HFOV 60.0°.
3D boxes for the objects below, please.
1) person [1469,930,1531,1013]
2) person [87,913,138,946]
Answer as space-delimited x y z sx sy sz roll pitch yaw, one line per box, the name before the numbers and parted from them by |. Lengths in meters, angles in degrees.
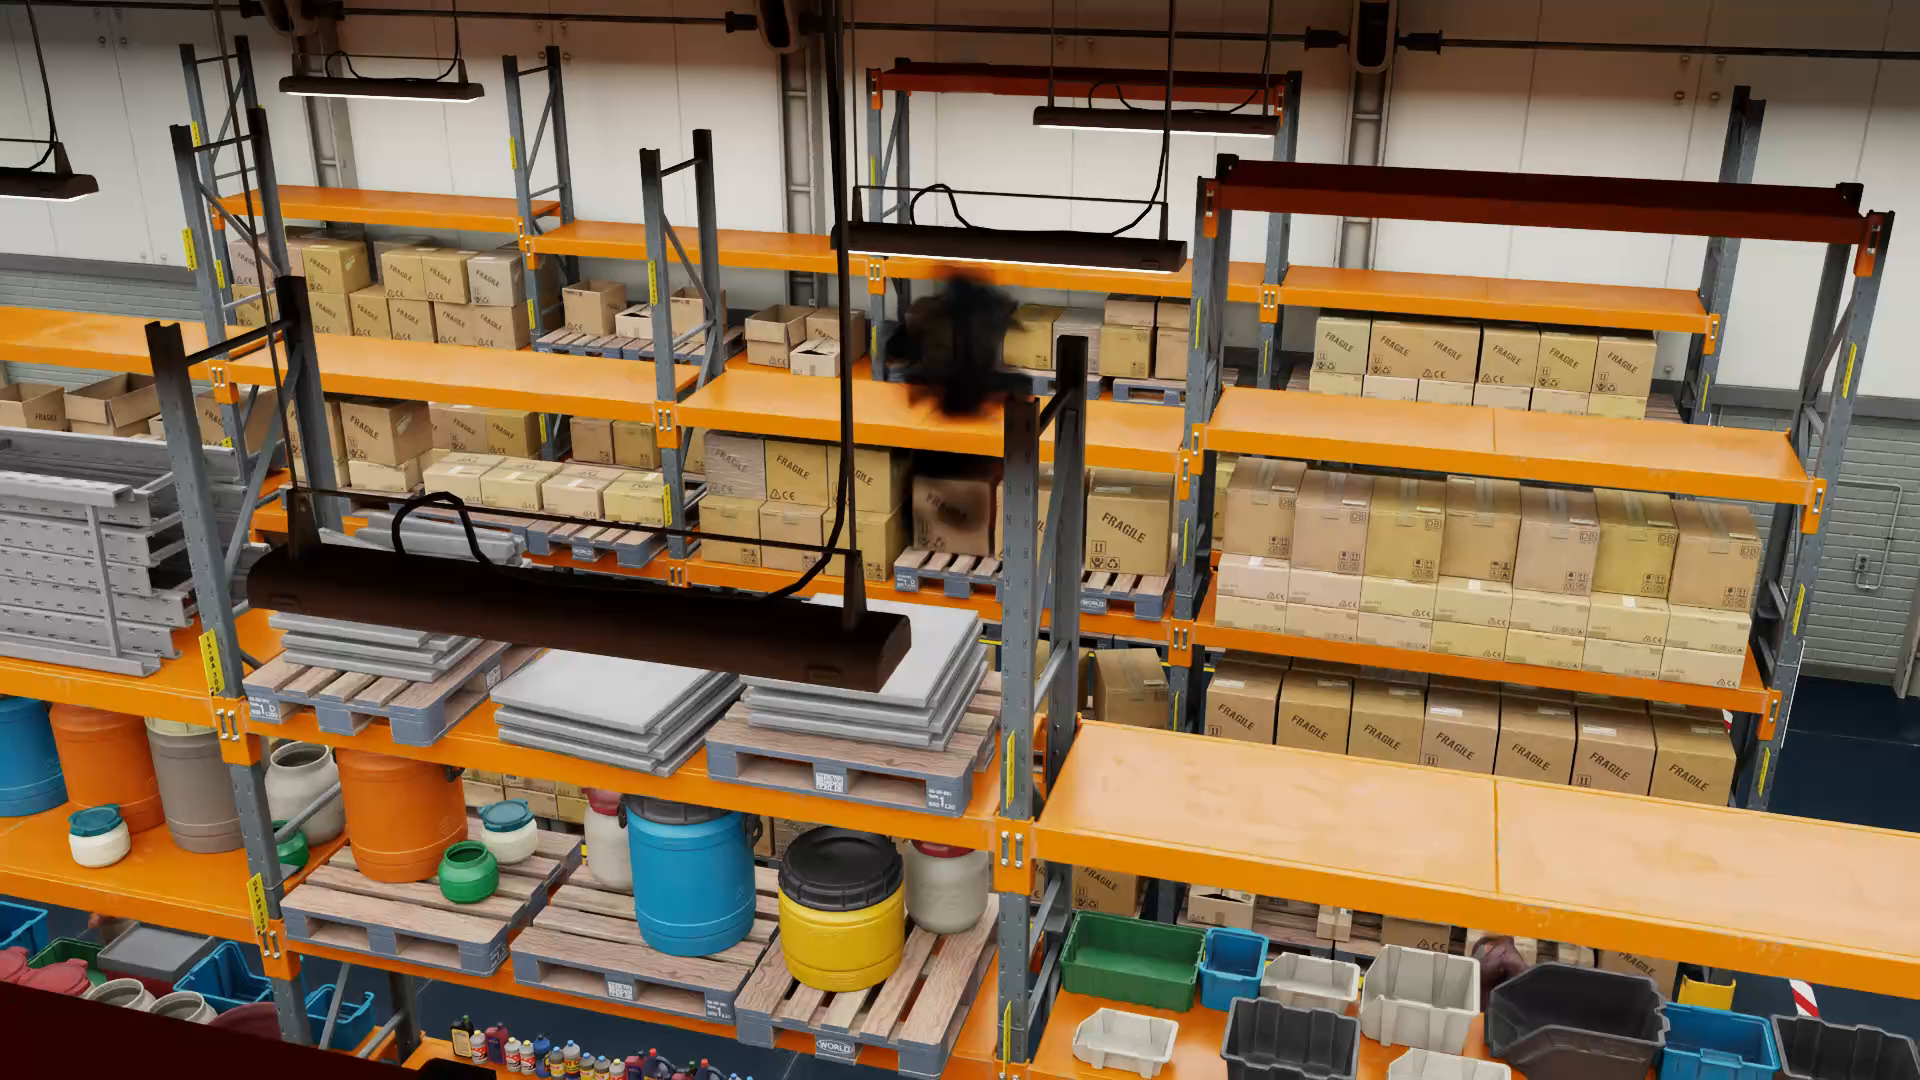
person | 3.427 3.140 10.936 0.619 1.745 0.723 3 23 8
person | -5.994 2.742 11.981 0.622 1.674 0.659 6 23 13
